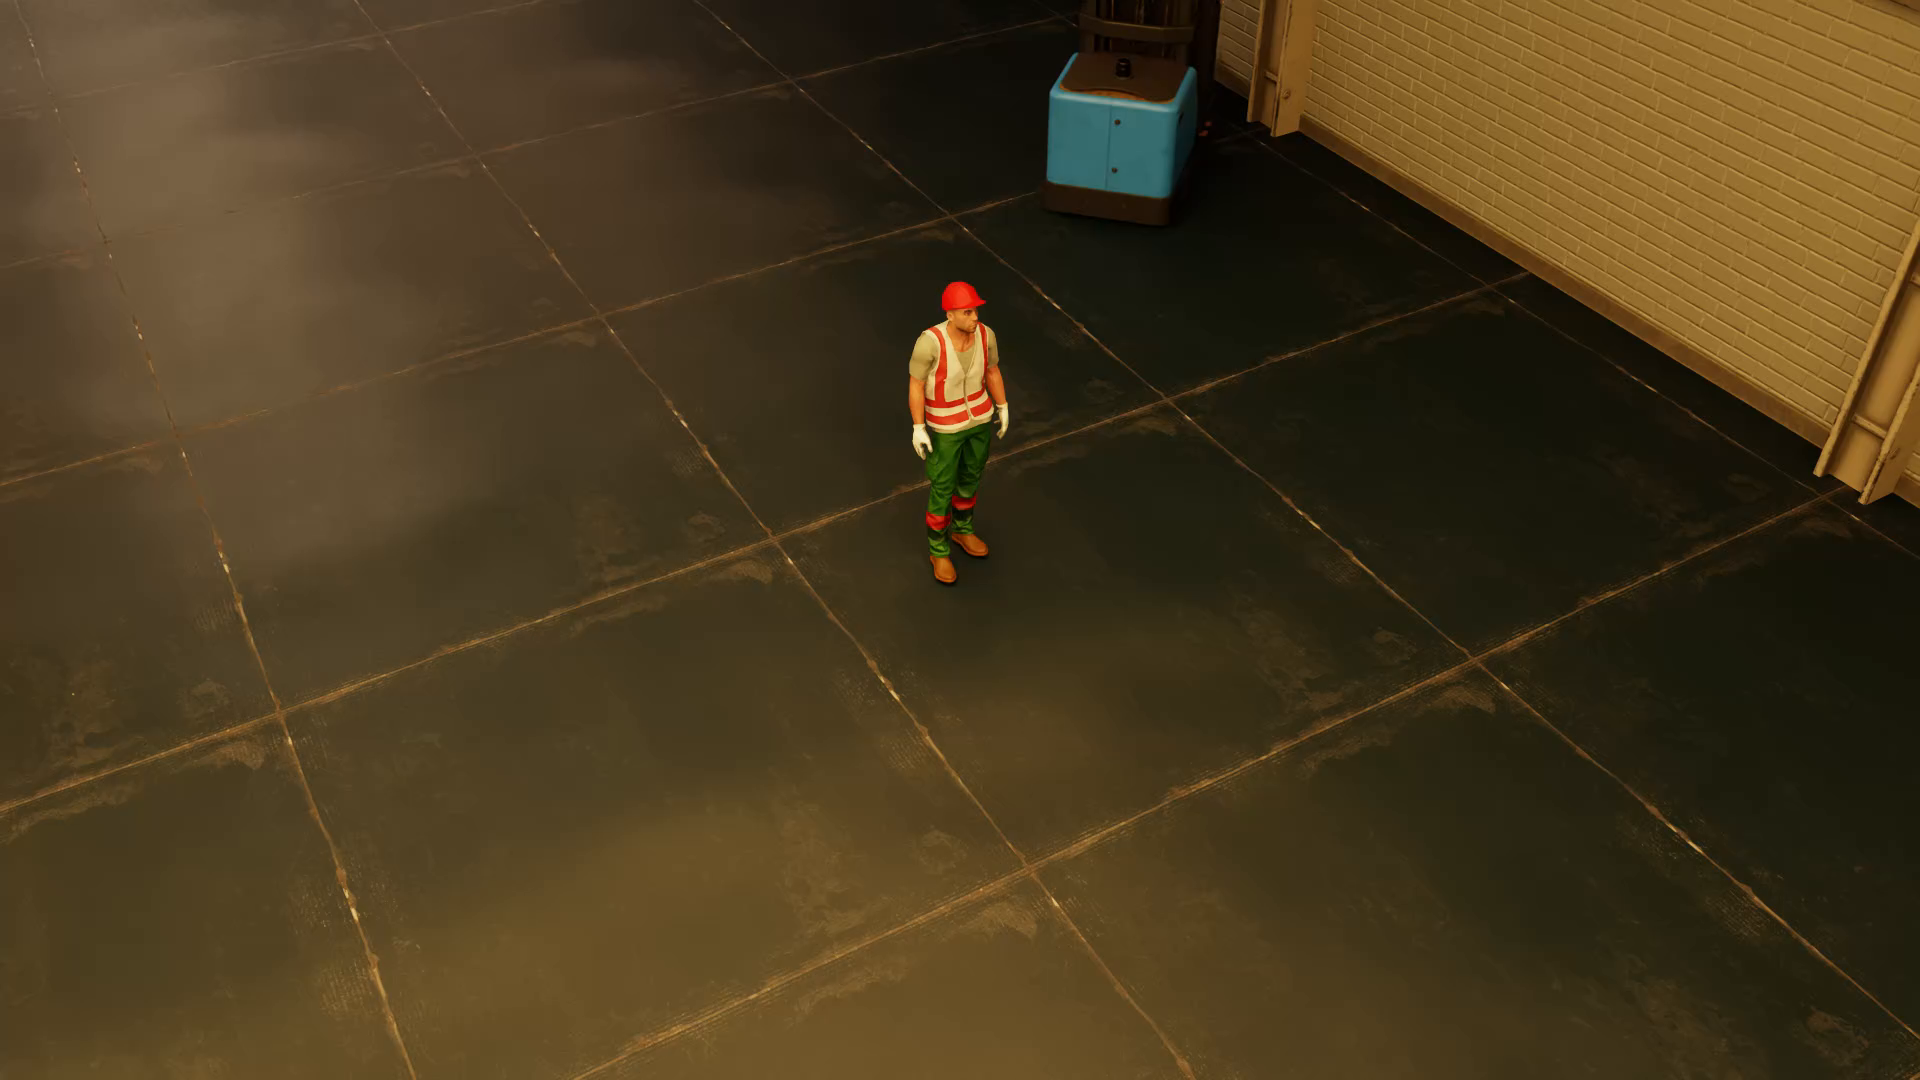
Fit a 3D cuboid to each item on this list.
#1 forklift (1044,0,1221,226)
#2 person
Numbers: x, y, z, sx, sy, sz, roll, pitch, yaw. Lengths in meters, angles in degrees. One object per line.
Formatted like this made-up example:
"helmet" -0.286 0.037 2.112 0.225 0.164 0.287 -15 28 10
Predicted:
"forklift" 1.597 -4.575 13.552 1.130 2.935 3.031 11 41 13
"person" 0.030 -0.646 9.697 0.637 1.790 0.562 -20 44 -23
